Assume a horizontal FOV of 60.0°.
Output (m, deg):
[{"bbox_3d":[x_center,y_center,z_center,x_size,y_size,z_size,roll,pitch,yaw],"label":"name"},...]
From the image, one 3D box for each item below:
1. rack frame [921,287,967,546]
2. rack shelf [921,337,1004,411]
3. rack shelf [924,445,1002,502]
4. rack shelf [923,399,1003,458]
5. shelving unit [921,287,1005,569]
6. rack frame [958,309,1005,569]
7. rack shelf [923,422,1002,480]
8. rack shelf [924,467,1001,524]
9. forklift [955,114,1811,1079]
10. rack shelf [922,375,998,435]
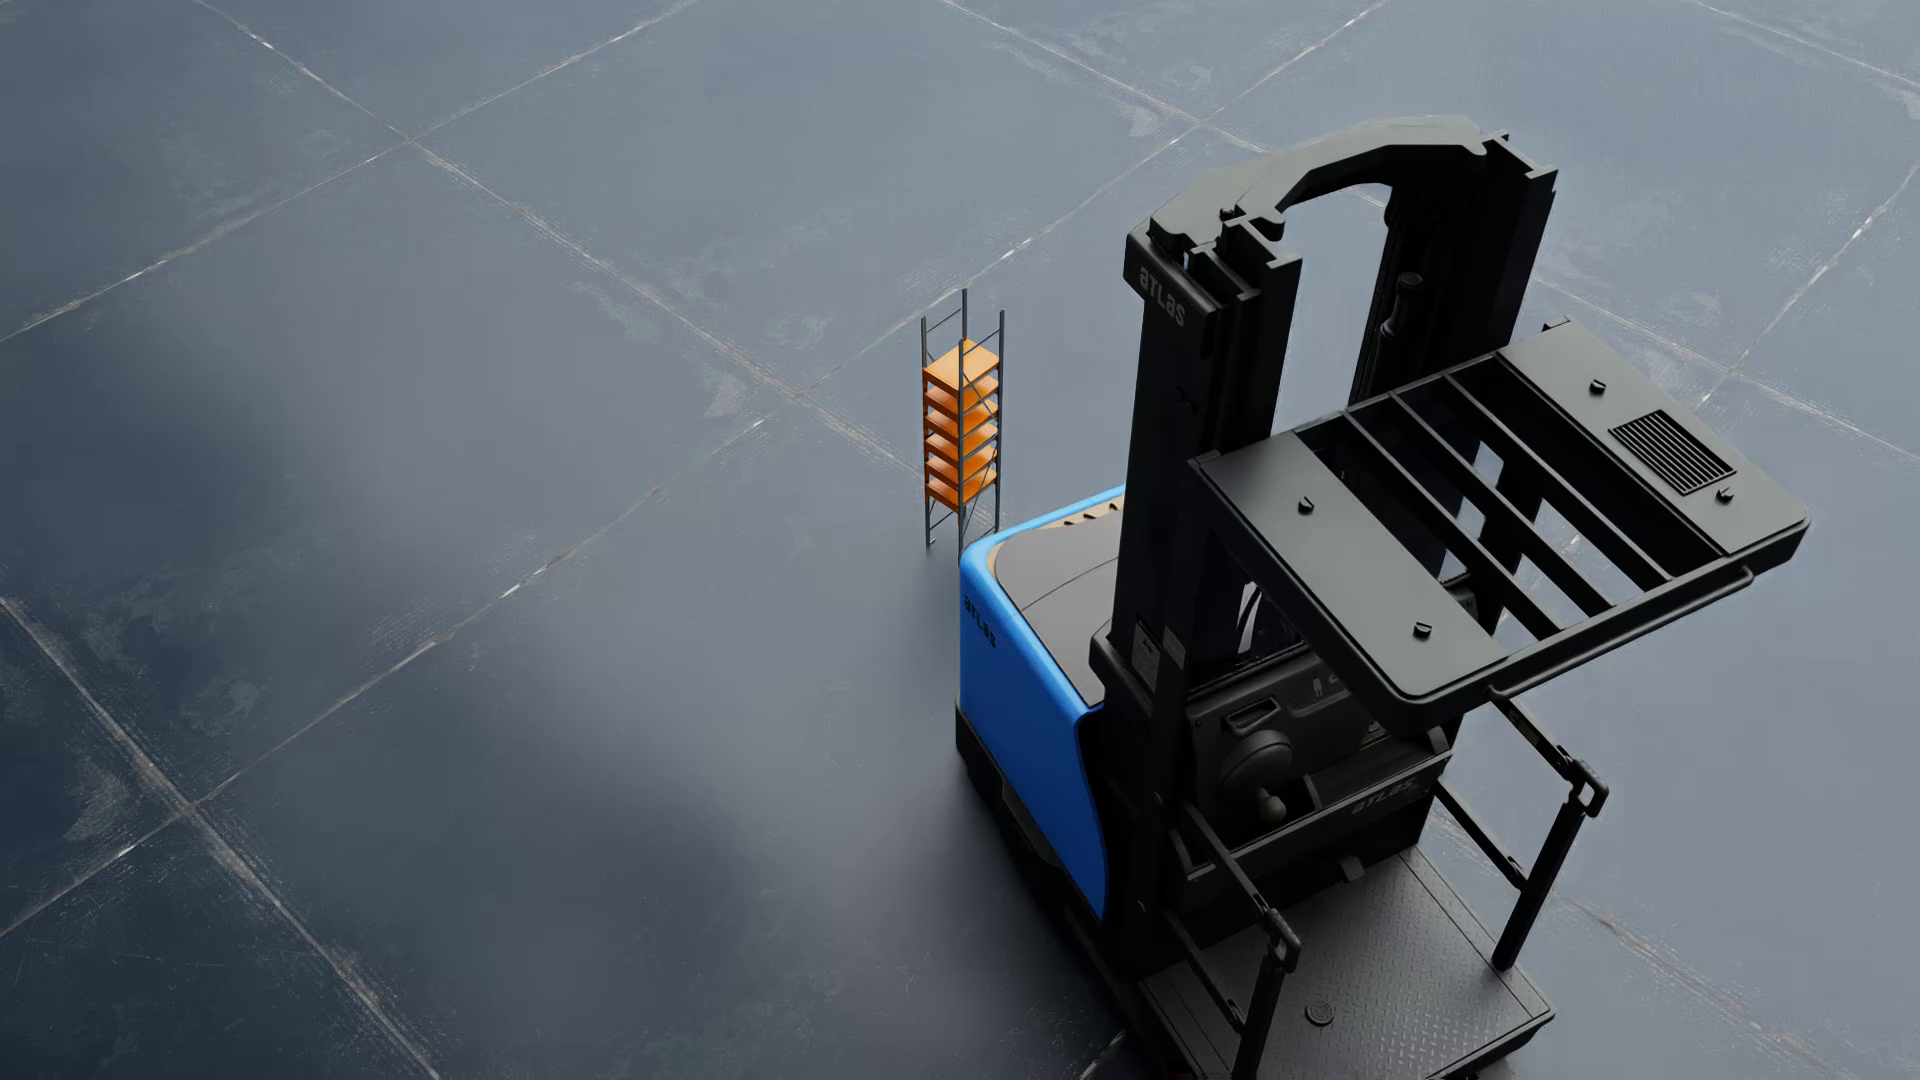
[{"bbox_3d":[-0.057,-0.449,6.457,0.006,1.200,0.240,34,55,28],"label":"rack frame"},{"bbox_3d":[0.011,-0.620,6.184,0.180,0.103,0.258,34,55,28],"label":"rack shelf"},{"bbox_3d":[0.011,-0.291,6.534,0.180,0.103,0.258,34,55,28],"label":"rack shelf"},{"bbox_3d":[0.011,-0.455,6.359,0.180,0.103,0.258,34,55,28],"label":"rack shelf"},{"bbox_3d":[0.011,-0.404,6.414,0.189,1.200,0.258,34,55,28],"label":"shelving unit"},{"bbox_3d":[0.078,-0.358,6.372,0.006,1.200,0.240,34,55,28],"label":"rack frame"},{"bbox_3d":[0.011,-0.373,6.447,0.180,0.103,0.258,34,55,28],"label":"rack shelf"},{"bbox_3d":[0.011,-0.209,6.622,0.180,0.103,0.258,34,55,28],"label":"rack shelf"},{"bbox_3d":[1.113,0.544,4.337,1.130,2.935,3.031,-21,50,-19],"label":"forklift"},{"bbox_3d":[0.011,-0.537,6.272,0.180,0.103,0.258,34,55,28],"label":"rack shelf"}]
